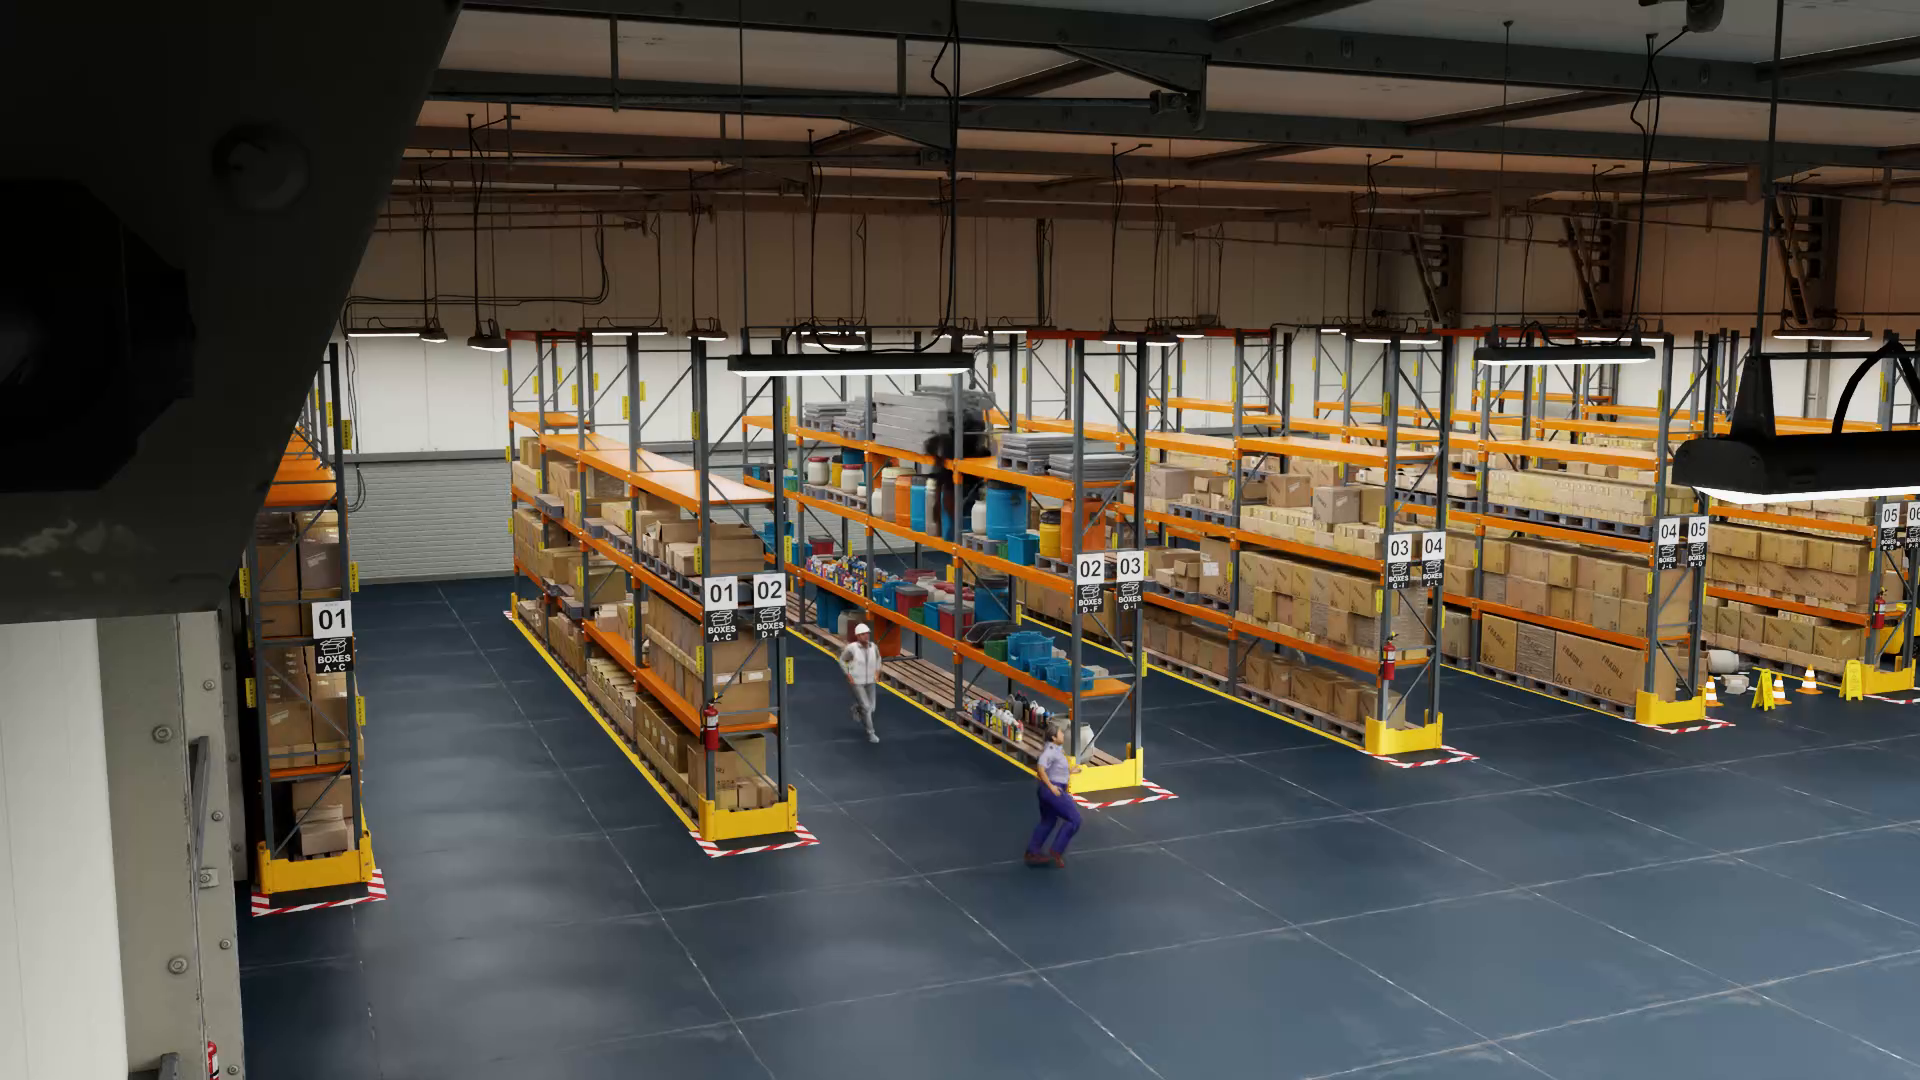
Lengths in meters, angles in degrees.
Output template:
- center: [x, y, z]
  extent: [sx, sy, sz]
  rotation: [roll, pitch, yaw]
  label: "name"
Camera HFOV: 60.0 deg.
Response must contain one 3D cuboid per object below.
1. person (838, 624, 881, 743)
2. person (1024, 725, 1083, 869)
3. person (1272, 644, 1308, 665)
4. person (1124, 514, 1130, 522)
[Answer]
- center: [-1.478, 2.106, 24.858]
  extent: [0.680, 1.758, 0.806]
  rotation: [-4, 9, -29]
  label: "person"
- center: [1.101, 2.944, 19.125]
  extent: [0.673, 1.668, 0.579]
  rotation: [-1, 8, -8]
  label: "person"
- center: [6.034, 1.390, 30.288]
  extent: [0.570, 1.739, 0.831]
  rotation: [-4, 9, -29]
  label: "person"
- center: [3.785, 0.166, 38.954]
  extent: [0.706, 1.779, 0.951]
  rotation: [-3, 8, -19]
  label: "person"
